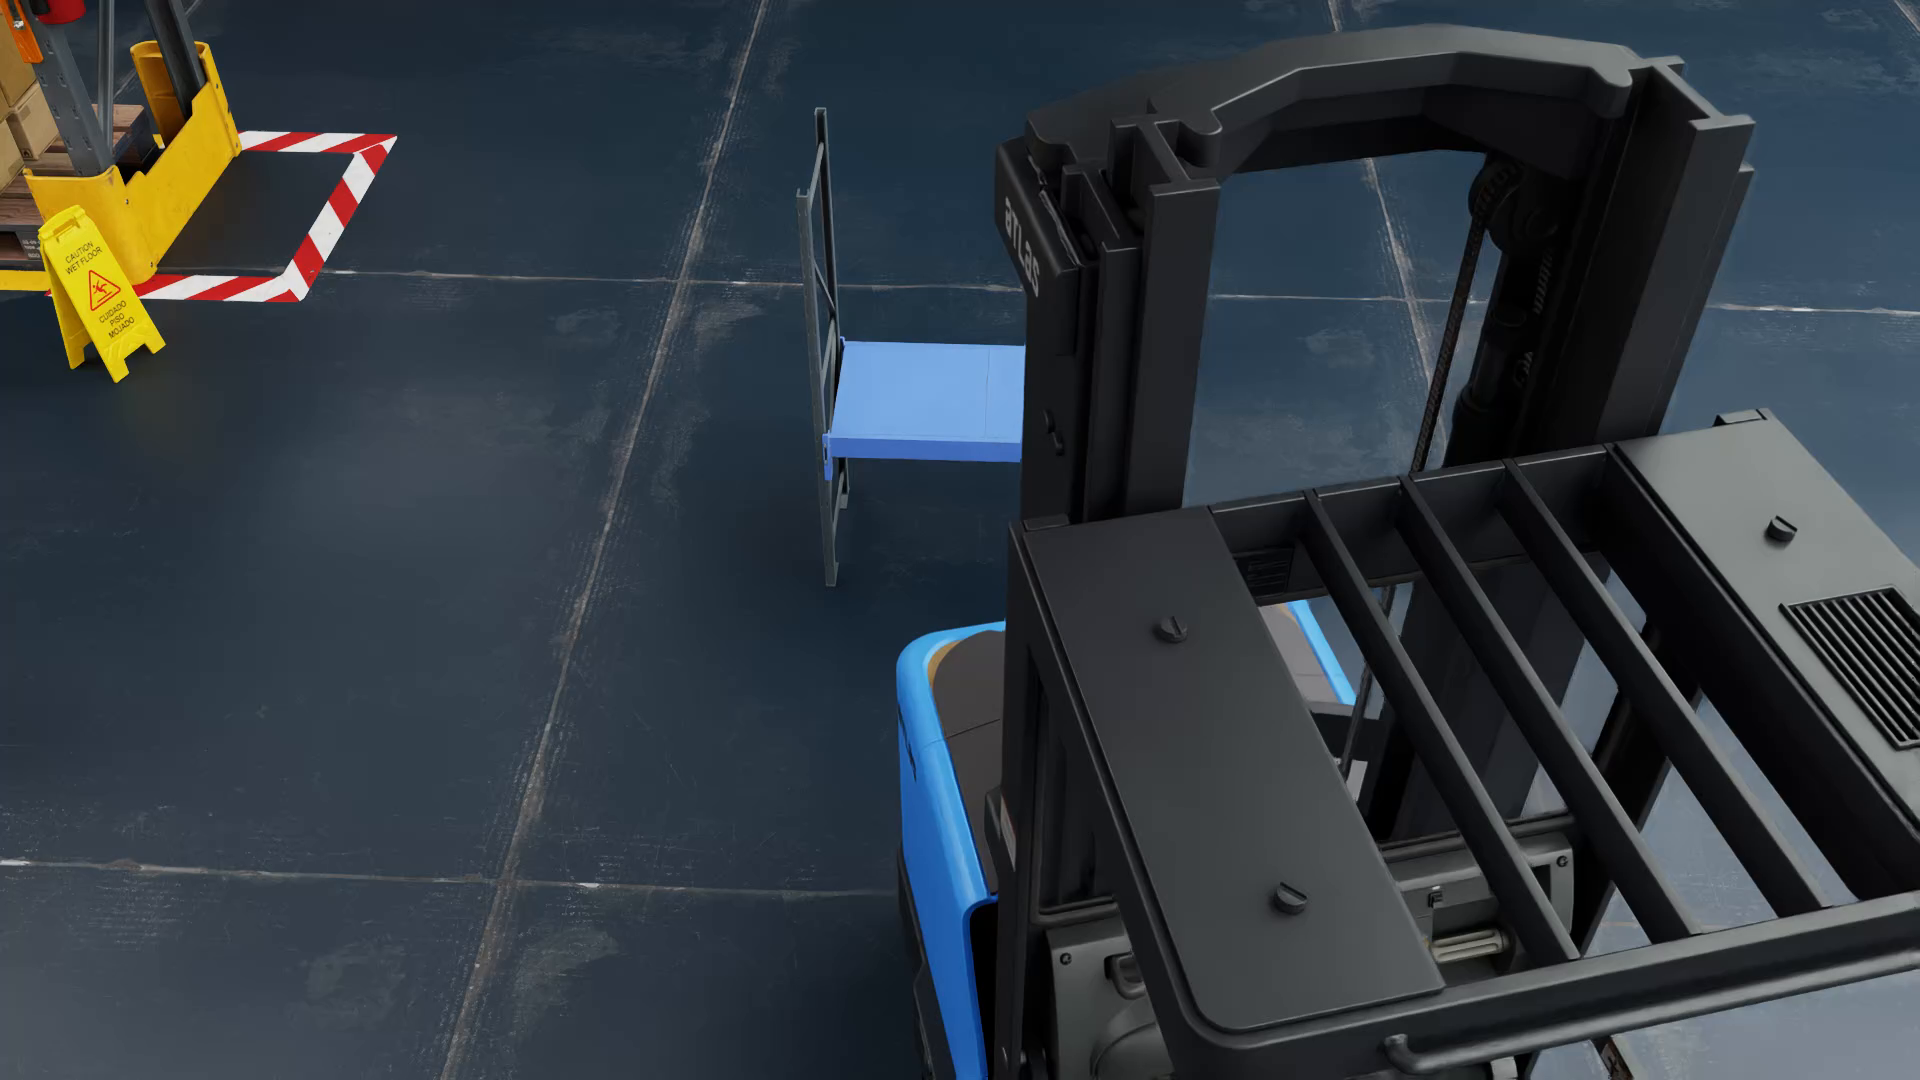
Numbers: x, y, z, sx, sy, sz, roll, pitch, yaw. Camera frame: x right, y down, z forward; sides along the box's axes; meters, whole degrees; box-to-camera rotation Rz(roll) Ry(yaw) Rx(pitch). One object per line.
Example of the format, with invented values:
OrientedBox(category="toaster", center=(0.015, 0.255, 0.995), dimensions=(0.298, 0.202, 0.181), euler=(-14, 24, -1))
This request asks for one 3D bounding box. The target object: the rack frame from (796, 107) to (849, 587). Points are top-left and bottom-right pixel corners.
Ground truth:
OrientedBox(category="rack frame", center=(-0.423, -0.562, 5.253), dimensions=(0.032, 1.500, 0.500), euler=(2, 43, 2))

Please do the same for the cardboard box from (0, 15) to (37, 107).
OrientedBox(category="cardboard box", center=(-4.258, -2.184, 7.053), dimensions=(0.500, 0.500, 0.500), euler=(0, 43, 0))

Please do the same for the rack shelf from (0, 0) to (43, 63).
OrientedBox(category="rack shelf", center=(-5.438, -2.347, 6.597), dimensions=(4.000, 0.370, 1.077), euler=(2, 43, 2))

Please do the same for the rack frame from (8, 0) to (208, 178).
OrientedBox(category="rack frame", center=(-3.440, -2.549, 6.286), dimensions=(0.127, 3.000, 1.000), euler=(2, 43, 2))

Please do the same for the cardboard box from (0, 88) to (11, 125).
OrientedBox(category="cardboard box", center=(-4.253, -1.818, 6.660), dimensions=(0.500, 0.500, 0.500), euler=(2, 43, 2))

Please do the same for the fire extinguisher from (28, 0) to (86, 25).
OrientedBox(category="fire extinguisher", center=(-3.347, -2.203, 5.971), dimensions=(0.183, 0.674, 0.296), euler=(2, 43, 2))

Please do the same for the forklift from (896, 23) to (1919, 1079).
OrientedBox(category="forklift", center=(0.656, 0.851, 2.686), dimensions=(1.130, 2.935, 3.031), euler=(-9, 44, -9))

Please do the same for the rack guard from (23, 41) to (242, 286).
OrientedBox(category="rack guard", center=(-3.516, -1.637, 7.140), dimensions=(0.348, 0.500, 1.175), euler=(2, 43, 2))

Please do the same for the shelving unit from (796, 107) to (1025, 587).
OrientedBox(category="shelving unit", center=(0.085, -0.546, 5.236), dimensions=(1.048, 1.500, 0.538), euler=(2, 43, 2))

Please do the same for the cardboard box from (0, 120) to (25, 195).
OrientedBox(category="cardboard box", center=(-4.284, -1.539, 6.910), dimensions=(0.500, 0.250, 0.500), euler=(2, 43, 2))

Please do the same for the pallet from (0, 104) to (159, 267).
OrientedBox(category="pallet", center=(-4.326, -1.580, 7.291), dimensions=(1.213, 0.211, 1.003), euler=(2, 43, 2))

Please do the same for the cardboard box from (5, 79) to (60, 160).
OrientedBox(category="cardboard box", center=(-4.234, -1.910, 7.308), dimensions=(0.500, 0.250, 0.500), euler=(1, 43, 2))

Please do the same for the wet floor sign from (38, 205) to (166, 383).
OrientedBox(category="wet floor sign", center=(-3.299, -0.953, 6.300), dimensions=(0.232, 0.644, 0.267), euler=(16, 45, 16))

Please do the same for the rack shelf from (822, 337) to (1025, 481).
OrientedBox(category="rack shelf", center=(0.085, -0.415, 5.359), dimensions=(1.000, 0.185, 0.538), euler=(2, 43, 2))
